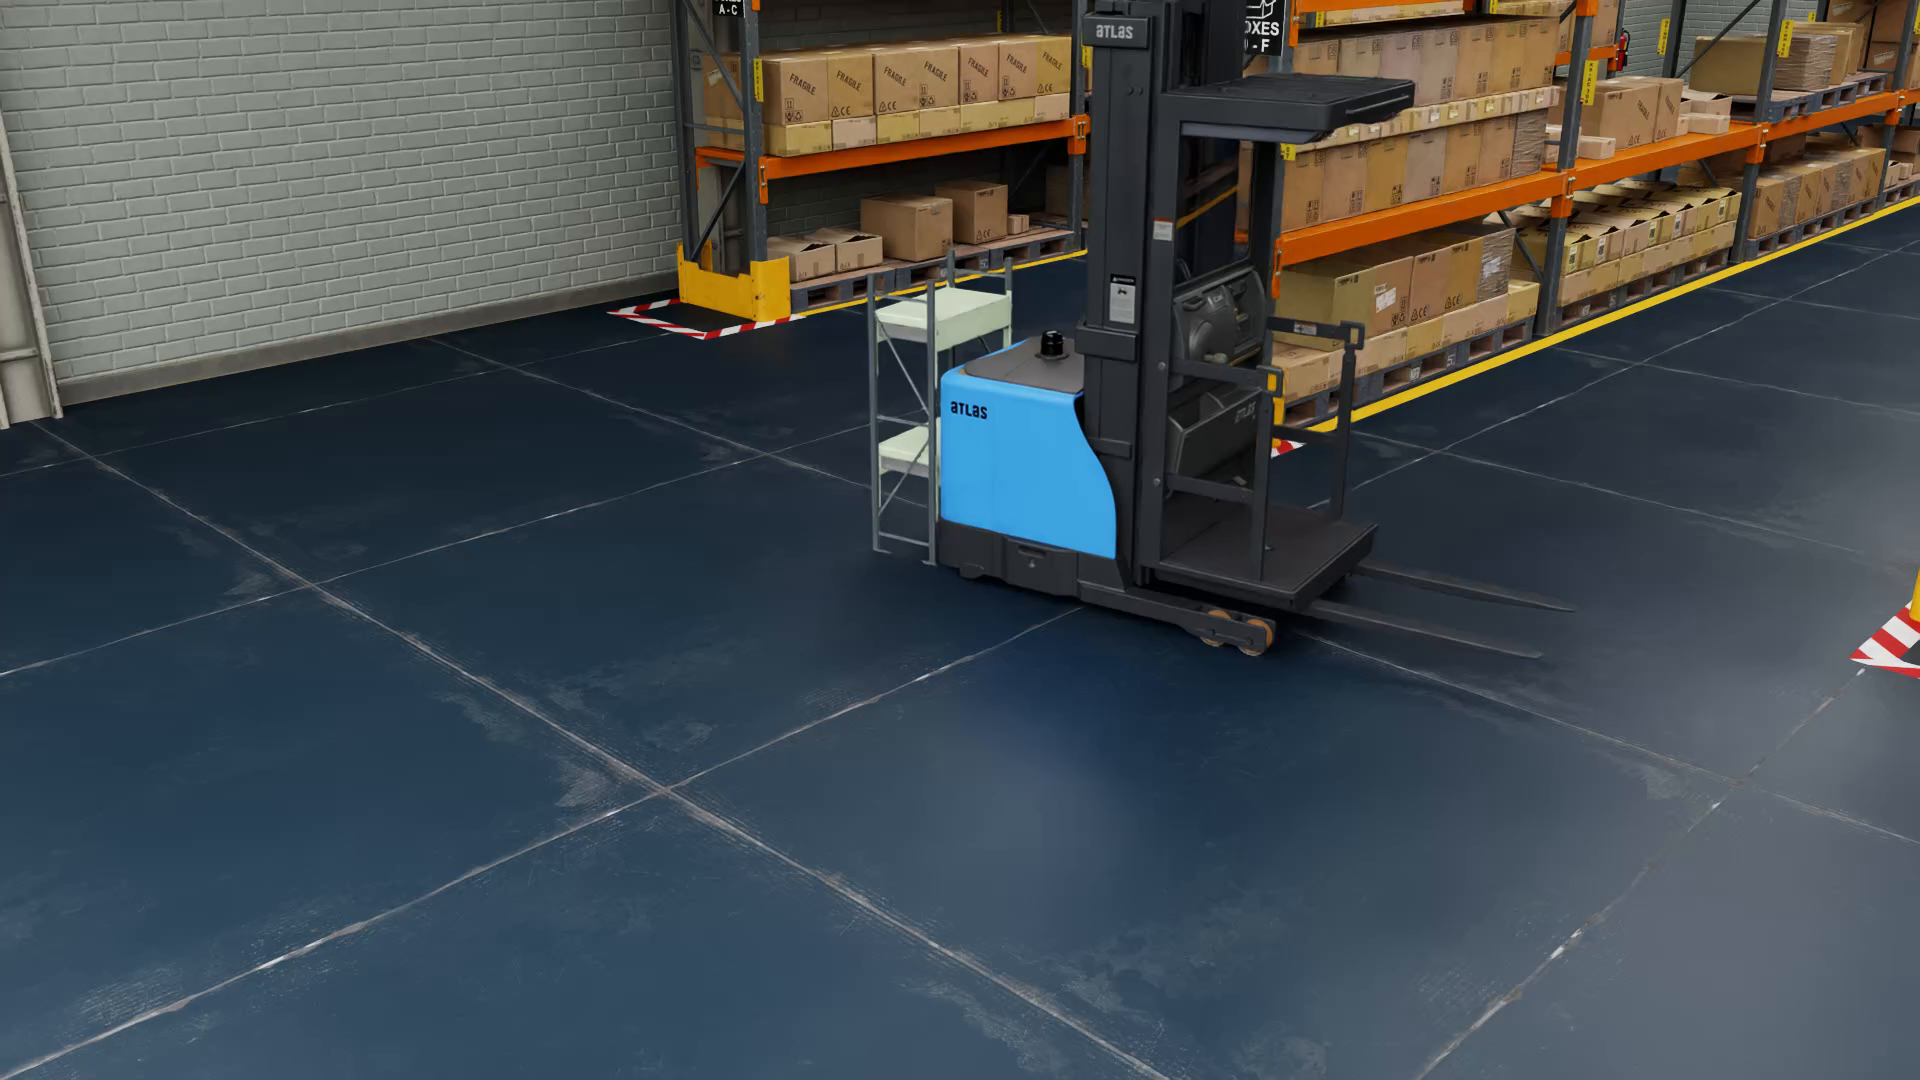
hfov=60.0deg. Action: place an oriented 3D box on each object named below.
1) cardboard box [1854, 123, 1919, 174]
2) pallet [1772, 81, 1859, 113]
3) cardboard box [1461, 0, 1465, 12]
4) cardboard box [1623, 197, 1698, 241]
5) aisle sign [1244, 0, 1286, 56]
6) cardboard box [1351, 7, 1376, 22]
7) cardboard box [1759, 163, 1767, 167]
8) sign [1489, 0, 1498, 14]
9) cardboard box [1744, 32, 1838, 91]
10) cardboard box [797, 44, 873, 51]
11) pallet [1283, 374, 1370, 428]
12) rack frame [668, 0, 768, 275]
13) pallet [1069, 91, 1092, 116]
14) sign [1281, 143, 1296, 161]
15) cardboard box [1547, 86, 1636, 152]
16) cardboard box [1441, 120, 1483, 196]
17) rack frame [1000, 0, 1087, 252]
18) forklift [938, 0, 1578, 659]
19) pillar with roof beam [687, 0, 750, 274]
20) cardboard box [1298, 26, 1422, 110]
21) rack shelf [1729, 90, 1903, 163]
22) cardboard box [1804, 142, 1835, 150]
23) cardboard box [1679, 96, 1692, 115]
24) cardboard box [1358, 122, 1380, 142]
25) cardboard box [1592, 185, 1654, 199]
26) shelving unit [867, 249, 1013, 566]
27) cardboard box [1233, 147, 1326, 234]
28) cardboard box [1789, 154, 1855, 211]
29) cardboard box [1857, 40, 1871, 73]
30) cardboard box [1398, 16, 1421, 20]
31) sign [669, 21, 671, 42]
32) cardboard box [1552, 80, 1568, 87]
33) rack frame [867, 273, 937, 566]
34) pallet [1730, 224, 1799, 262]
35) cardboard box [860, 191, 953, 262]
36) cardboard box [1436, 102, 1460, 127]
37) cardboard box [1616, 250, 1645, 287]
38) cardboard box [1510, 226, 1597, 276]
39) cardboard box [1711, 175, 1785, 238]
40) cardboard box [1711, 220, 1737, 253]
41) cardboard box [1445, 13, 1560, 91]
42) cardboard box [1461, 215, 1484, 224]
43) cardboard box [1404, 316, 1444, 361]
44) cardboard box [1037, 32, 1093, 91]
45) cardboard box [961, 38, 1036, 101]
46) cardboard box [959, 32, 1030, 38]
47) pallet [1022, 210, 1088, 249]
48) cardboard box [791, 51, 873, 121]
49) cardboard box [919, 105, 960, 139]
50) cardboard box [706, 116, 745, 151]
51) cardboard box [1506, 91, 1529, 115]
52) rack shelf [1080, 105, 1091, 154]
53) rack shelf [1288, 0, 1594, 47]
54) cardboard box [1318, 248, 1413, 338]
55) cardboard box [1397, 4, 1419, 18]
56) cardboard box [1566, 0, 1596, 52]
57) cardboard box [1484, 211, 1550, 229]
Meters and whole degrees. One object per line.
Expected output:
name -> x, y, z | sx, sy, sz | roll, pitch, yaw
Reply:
cardboard box -> 11.245, -4.735, 20.080 | 0.797, 0.503, 0.637 | 19, 28, 41
pallet -> 8.501, -4.594, 17.114 | 1.003, 0.211, 1.213 | 19, 28, 41
cardboard box -> 6.244, -6.810, 20.986 | 0.500, 0.250, 0.500 | -19, 28, -41
cardboard box -> 6.247, -2.896, 14.895 | 0.500, 0.311, 0.500 | 19, 28, 40
aisle sign -> 1.741, -3.246, 9.716 | 0.394, 0.787, 0.004 | 19, 28, 41
cardboard box -> 4.472, -6.157, 19.285 | 0.500, 0.250, 0.500 | 19, 28, 40
cardboard box -> 7.994, -3.653, 17.269 | 0.500, 0.500, 0.500 | 18, 27, 39
sign -> 6.782, -6.820, 21.134 | 0.100, 0.325, 0.005 | 19, 28, 41
cardboard box -> 8.281, -4.803, 16.664 | 0.500, 0.500, 0.700 | -14, 25, -32
cardboard box -> -1.092, -4.090, 14.670 | 0.500, 0.500, 0.500 | 18, 28, 39
pallet -> 2.071, -1.032, 11.464 | 1.003, 0.211, 1.213 | 19, 28, 41
rack frame -> -1.985, -3.365, 13.649 | 1.000, 3.000, 0.127 | 19, 28, 41
pallet -> 1.443, -4.464, 16.774 | 1.003, 0.211, 1.213 | 19, 28, 41
sign -> 1.961, -2.427, 9.890 | 0.100, 0.325, 0.005 | 19, 28, 41
cardboard box -> 5.273, -3.530, 13.938 | 0.500, 0.500, 0.500 | -18, 27, -38
cardboard box -> 3.337, -2.820, 12.092 | 0.500, 0.500, 0.700 | -20, 28, -41
rack frame -> 0.806, -4.393, 16.324 | 1.000, 3.000, 0.127 | 19, 28, 41
forklift -> 1.399, -1.050, 7.722 | 3.031, 2.935, 1.130 | 13, 25, 31
pillar with roof beam -> 0.968, -5.484, 10.800 | 9.100, 9.000, 0.400 | 19, 28, 41
cardboard box -> 2.653, -3.175, 11.207 | 0.700, 0.500, 0.500 | 19, 28, 41
rack shelf -> 8.543, -4.361, 17.242 | 1.077, 0.370, 4.000 | 19, 28, 41
cardboard box -> 9.426, -4.186, 18.655 | 0.500, 0.500, 0.500 | 18, 27, 38
cardboard box -> 6.385, -3.960, 15.320 | 0.500, 0.311, 0.500 | 19, 28, 40
cardboard box -> 2.530, -2.719, 10.925 | 0.380, 0.149, 0.250 | 19, 28, 40
cardboard box -> 6.212, -3.159, 15.577 | 0.500, 0.311, 0.500 | 18, 28, 39
shelving unit -> -0.095, -0.718, 8.851 | 0.431, 1.500, 0.755 | 13, 25, 31
cardboard box -> 1.902, -2.290, 10.711 | 0.700, 0.500, 0.500 | 19, 28, 41
cardboard box -> 9.099, -3.797, 17.643 | 0.500, 0.500, 0.500 | 20, 29, 41
cardboard box -> 10.103, -5.450, 18.934 | 0.500, 0.500, 0.500 | -20, 28, -41
cardboard box -> 5.195, -6.072, 20.111 | 0.500, 0.500, 0.500 | -19, 28, -41
sign -> -2.368, -4.197, 13.759 | 0.100, 0.325, 0.005 | 19, 28, 41
cardboard box -> 8.624, -6.460, 23.697 | 0.250, 0.149, 0.380 | -19, 28, -41
rack frame -> -0.295, -0.608, 8.565 | 0.400, 1.500, 0.023 | 13, 25, 31
pallet -> 7.696, -3.063, 16.751 | 1.003, 0.211, 1.213 | 19, 28, 41
cardboard box -> -0.492, -2.882, 15.261 | 0.700, 0.500, 0.500 | 17, 27, 37
cardboard box -> 3.251, -2.985, 11.617 | 0.250, 0.149, 0.380 | -19, 28, -40
cardboard box -> 5.533, -2.374, 14.316 | 0.500, 0.250, 0.500 | 18, 28, 39
cardboard box -> 4.824, -2.373, 13.532 | 0.500, 0.311, 0.500 | 19, 28, 41
cardboard box -> 7.670, -3.267, 16.263 | 0.500, 0.500, 0.500 | -19, 28, -40
cardboard box -> 6.956, -2.899, 15.683 | 0.500, 0.250, 0.500 | -19, 28, -41
cardboard box -> 4.053, -3.691, 12.549 | 0.700, 0.500, 0.500 | 19, 28, 41
cardboard box -> 3.810, -2.376, 13.278 | 0.500, 0.500, 0.500 | 19, 28, 41
cardboard box -> 3.148, -1.506, 12.059 | 0.500, 0.250, 0.500 | 19, 28, 41
cardboard box -> 1.185, -4.768, 16.545 | 0.700, 0.500, 0.500 | 19, 28, 41
cardboard box -> 0.354, -4.354, 15.357 | 0.500, 0.500, 0.500 | 19, 28, 40
cardboard box -> 0.328, -4.614, 16.034 | 0.500, 0.500, 0.500 | 18, 28, 39
pallet -> 1.348, -3.292, 17.346 | 1.003, 0.211, 1.213 | 19, 28, 41
cardboard box -> -1.084, -3.826, 13.985 | 0.500, 0.500, 0.500 | 19, 28, 41
cardboard box -> -0.351, -3.746, 14.821 | 0.500, 0.250, 0.500 | 20, 28, 41
cardboard box -> -1.797, -3.473, 14.111 | 0.500, 0.250, 0.500 | -20, 28, -41
cardboard box -> 3.967, -3.249, 12.304 | 0.380, 0.149, 0.250 | 18, 28, 39
rack shelf -> 2.201, -4.572, 17.790 | 1.077, 0.370, 4.000 | 19, 28, 41
rack shelf -> 2.962, -3.705, 11.354 | 1.077, 0.370, 4.000 | 19, 28, 41
cardboard box -> 2.788, -1.732, 11.601 | 0.500, 0.500, 0.500 | 19, 28, 41
cardboard box -> 5.170, -6.419, 19.967 | 0.500, 0.250, 0.500 | 19, 28, 40
cardboard box -> 8.329, -7.294, 23.454 | 0.980, 0.700, 0.700 | 19, 28, 40
cardboard box -> 4.793, -2.640, 14.227 | 0.500, 0.311, 0.500 | -19, 28, -41
